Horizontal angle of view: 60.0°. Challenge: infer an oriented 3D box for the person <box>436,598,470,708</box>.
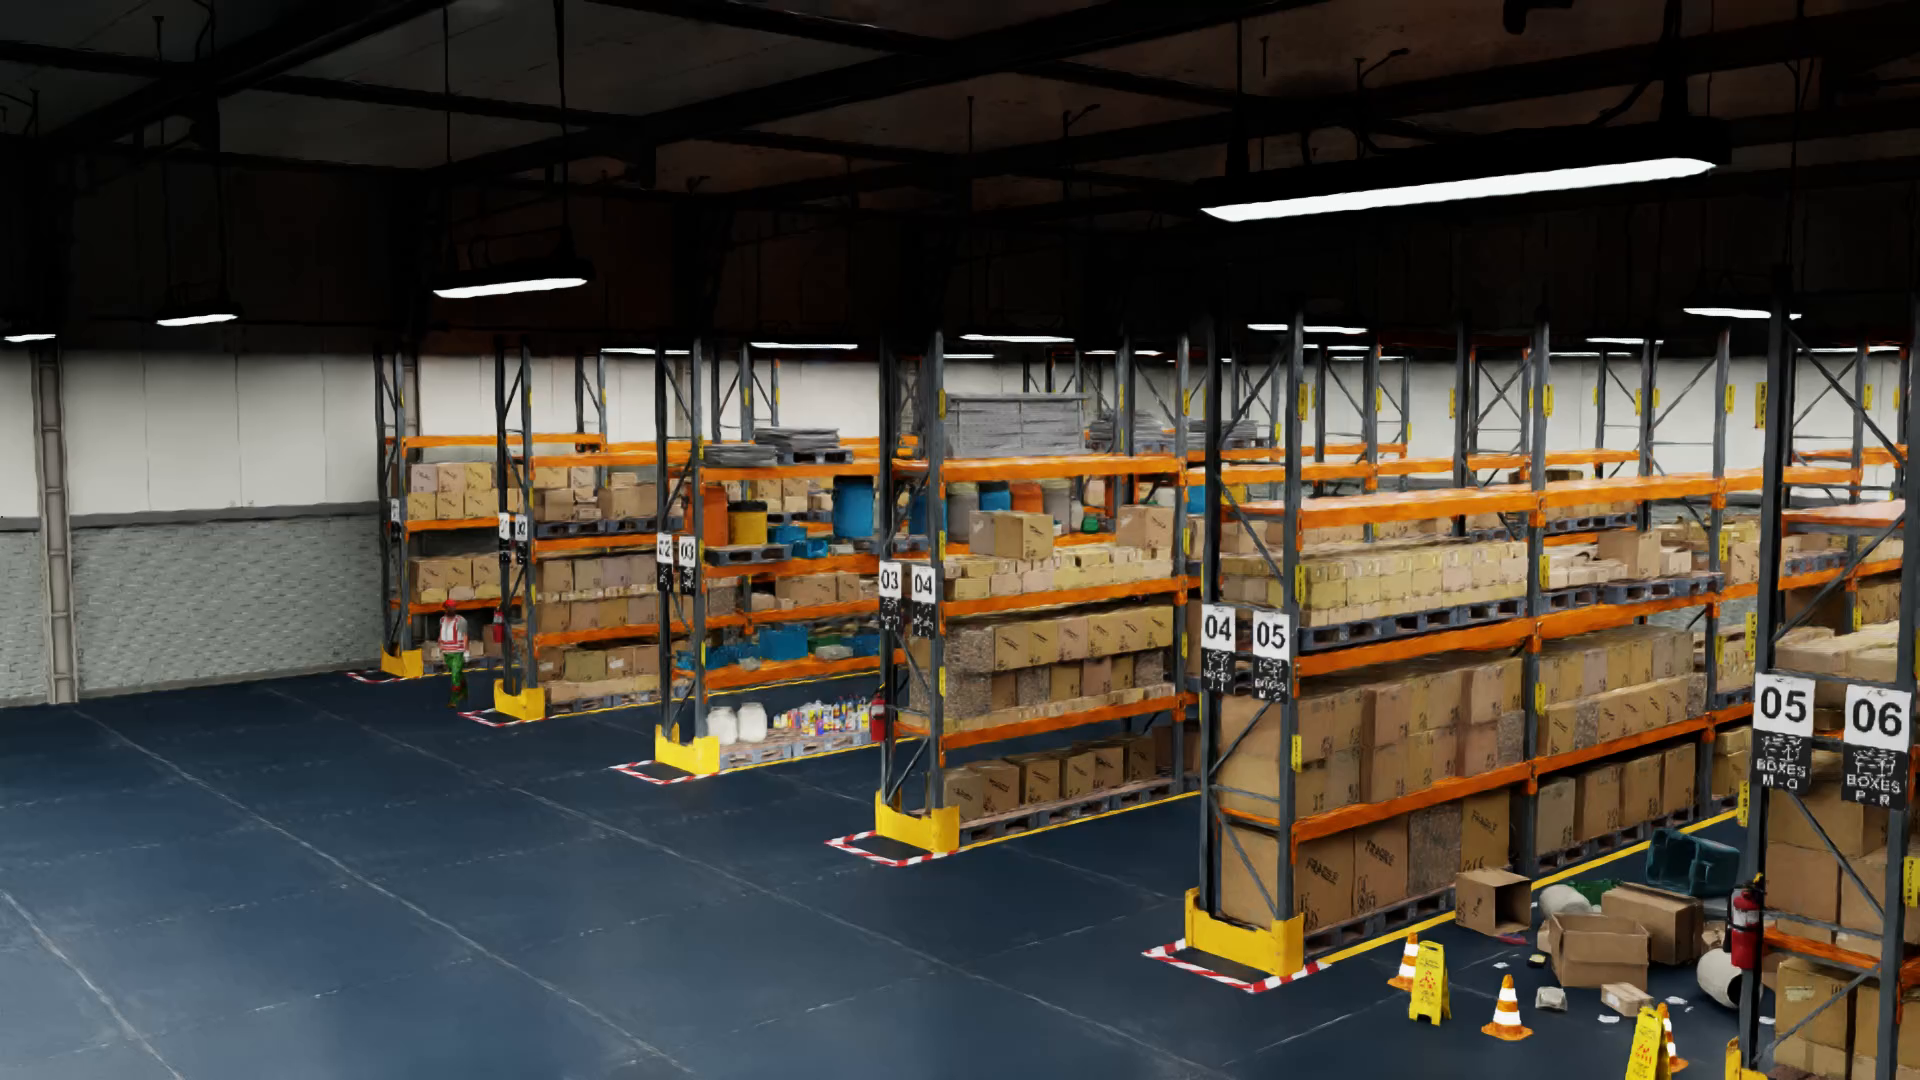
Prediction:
[{"bbox_3d":[-8.273,1.821,27.130,0.586,1.759,0.940,2,6,25],"label":"person"}]
